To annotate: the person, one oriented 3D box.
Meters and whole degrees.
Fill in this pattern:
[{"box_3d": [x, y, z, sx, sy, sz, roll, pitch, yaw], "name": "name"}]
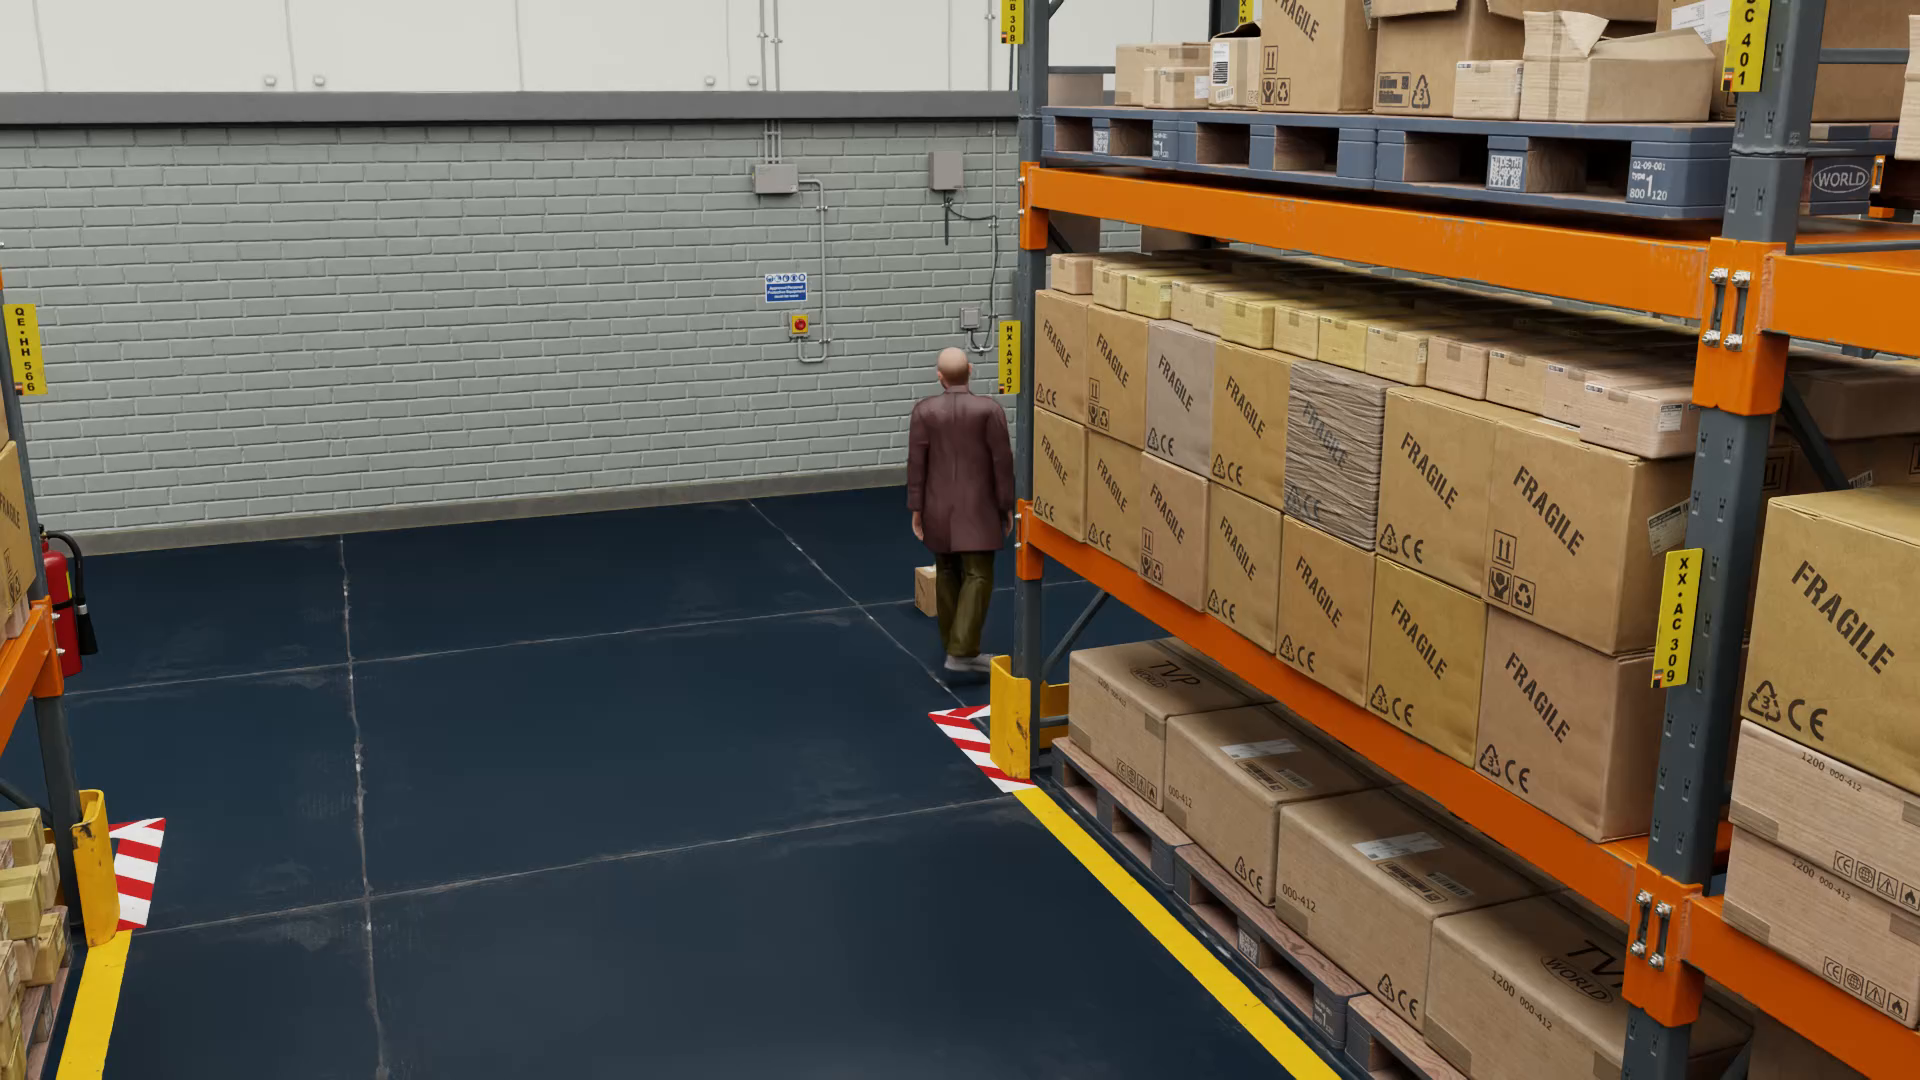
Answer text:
[{"box_3d": [-0.002, -0.152, 9.088, 0.613, 1.776, 0.761, 4, 16, 14], "name": "person"}]
